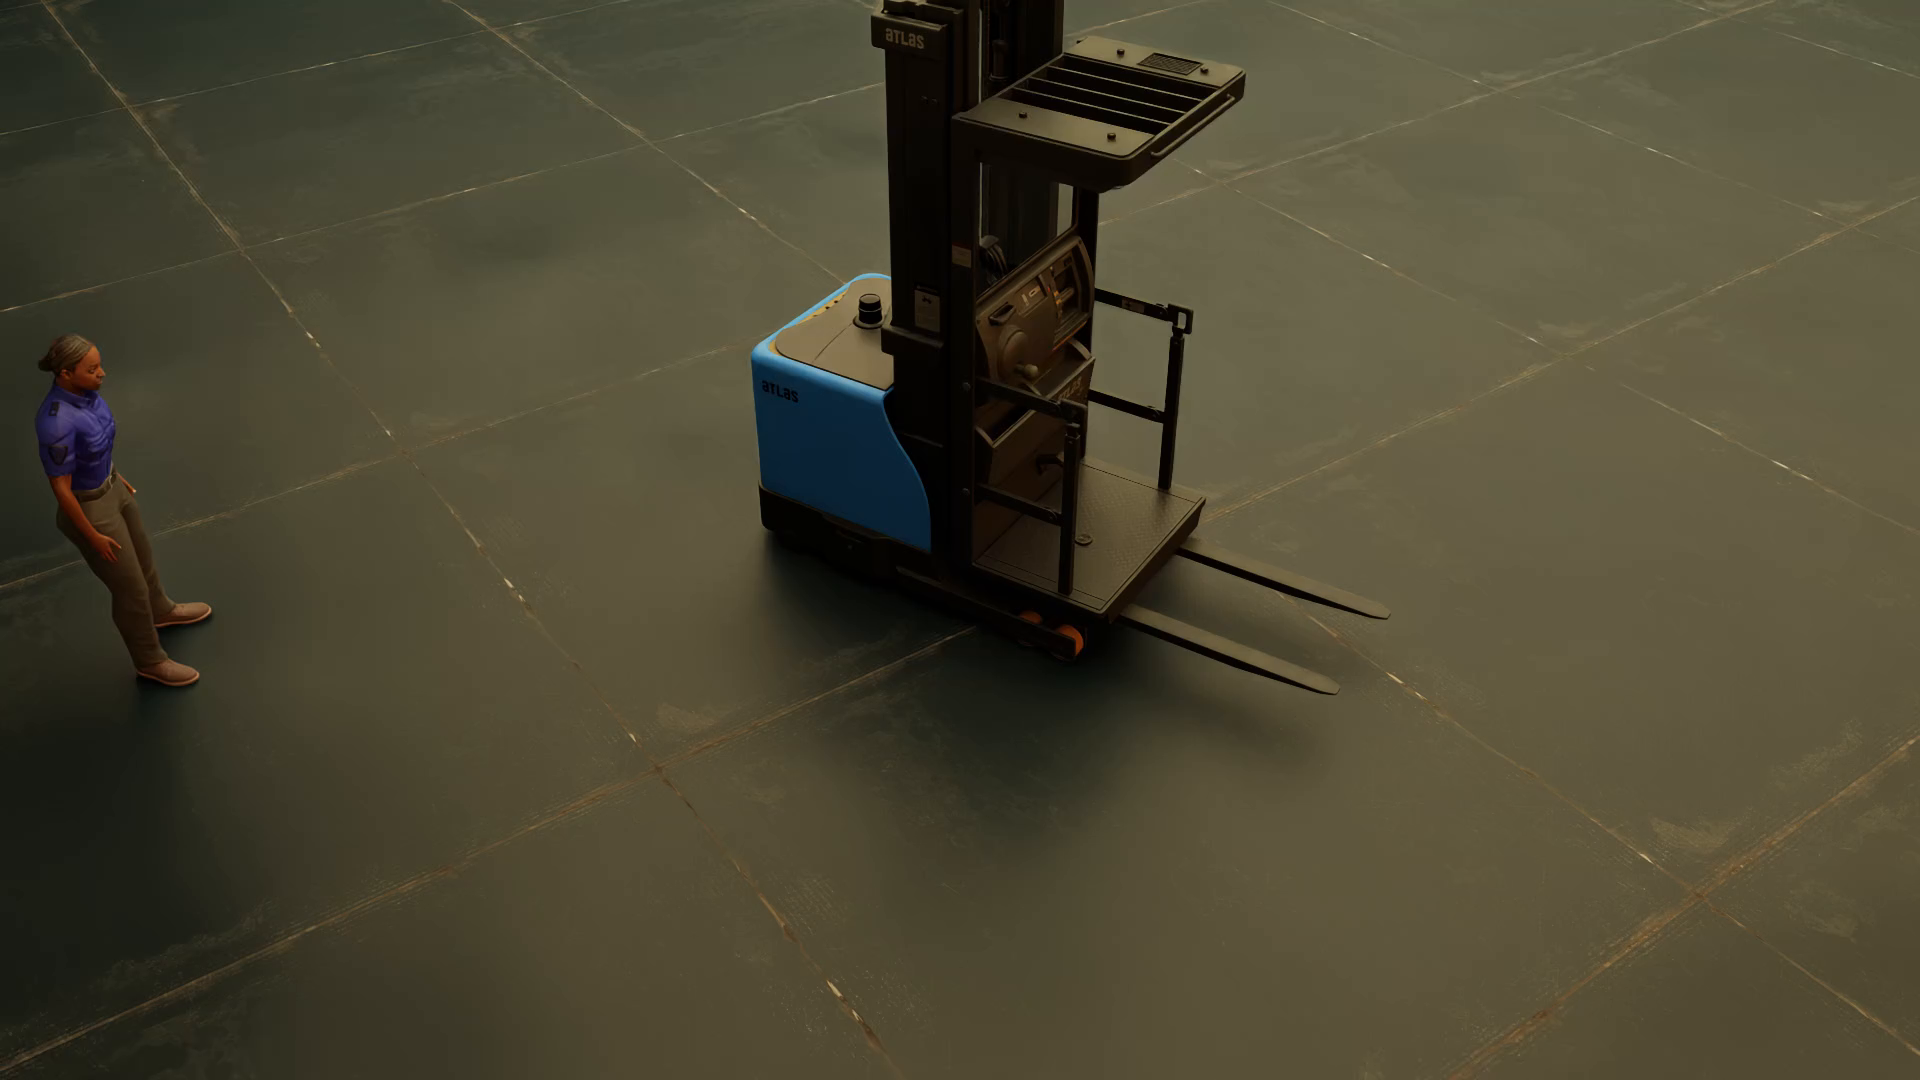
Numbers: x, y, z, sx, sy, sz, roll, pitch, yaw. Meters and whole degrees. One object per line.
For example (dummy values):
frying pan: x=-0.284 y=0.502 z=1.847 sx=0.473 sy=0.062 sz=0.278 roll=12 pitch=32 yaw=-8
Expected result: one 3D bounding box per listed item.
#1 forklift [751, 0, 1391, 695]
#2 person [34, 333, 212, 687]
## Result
forklift: x=0.514 y=-0.985 z=7.276 sx=3.031 sy=2.935 sz=1.130 roll=21 pitch=41 yaw=26
person: x=-3.691 y=-0.153 z=7.229 sx=0.395 sy=1.661 sz=0.590 roll=-6 pitch=37 yaw=-8
